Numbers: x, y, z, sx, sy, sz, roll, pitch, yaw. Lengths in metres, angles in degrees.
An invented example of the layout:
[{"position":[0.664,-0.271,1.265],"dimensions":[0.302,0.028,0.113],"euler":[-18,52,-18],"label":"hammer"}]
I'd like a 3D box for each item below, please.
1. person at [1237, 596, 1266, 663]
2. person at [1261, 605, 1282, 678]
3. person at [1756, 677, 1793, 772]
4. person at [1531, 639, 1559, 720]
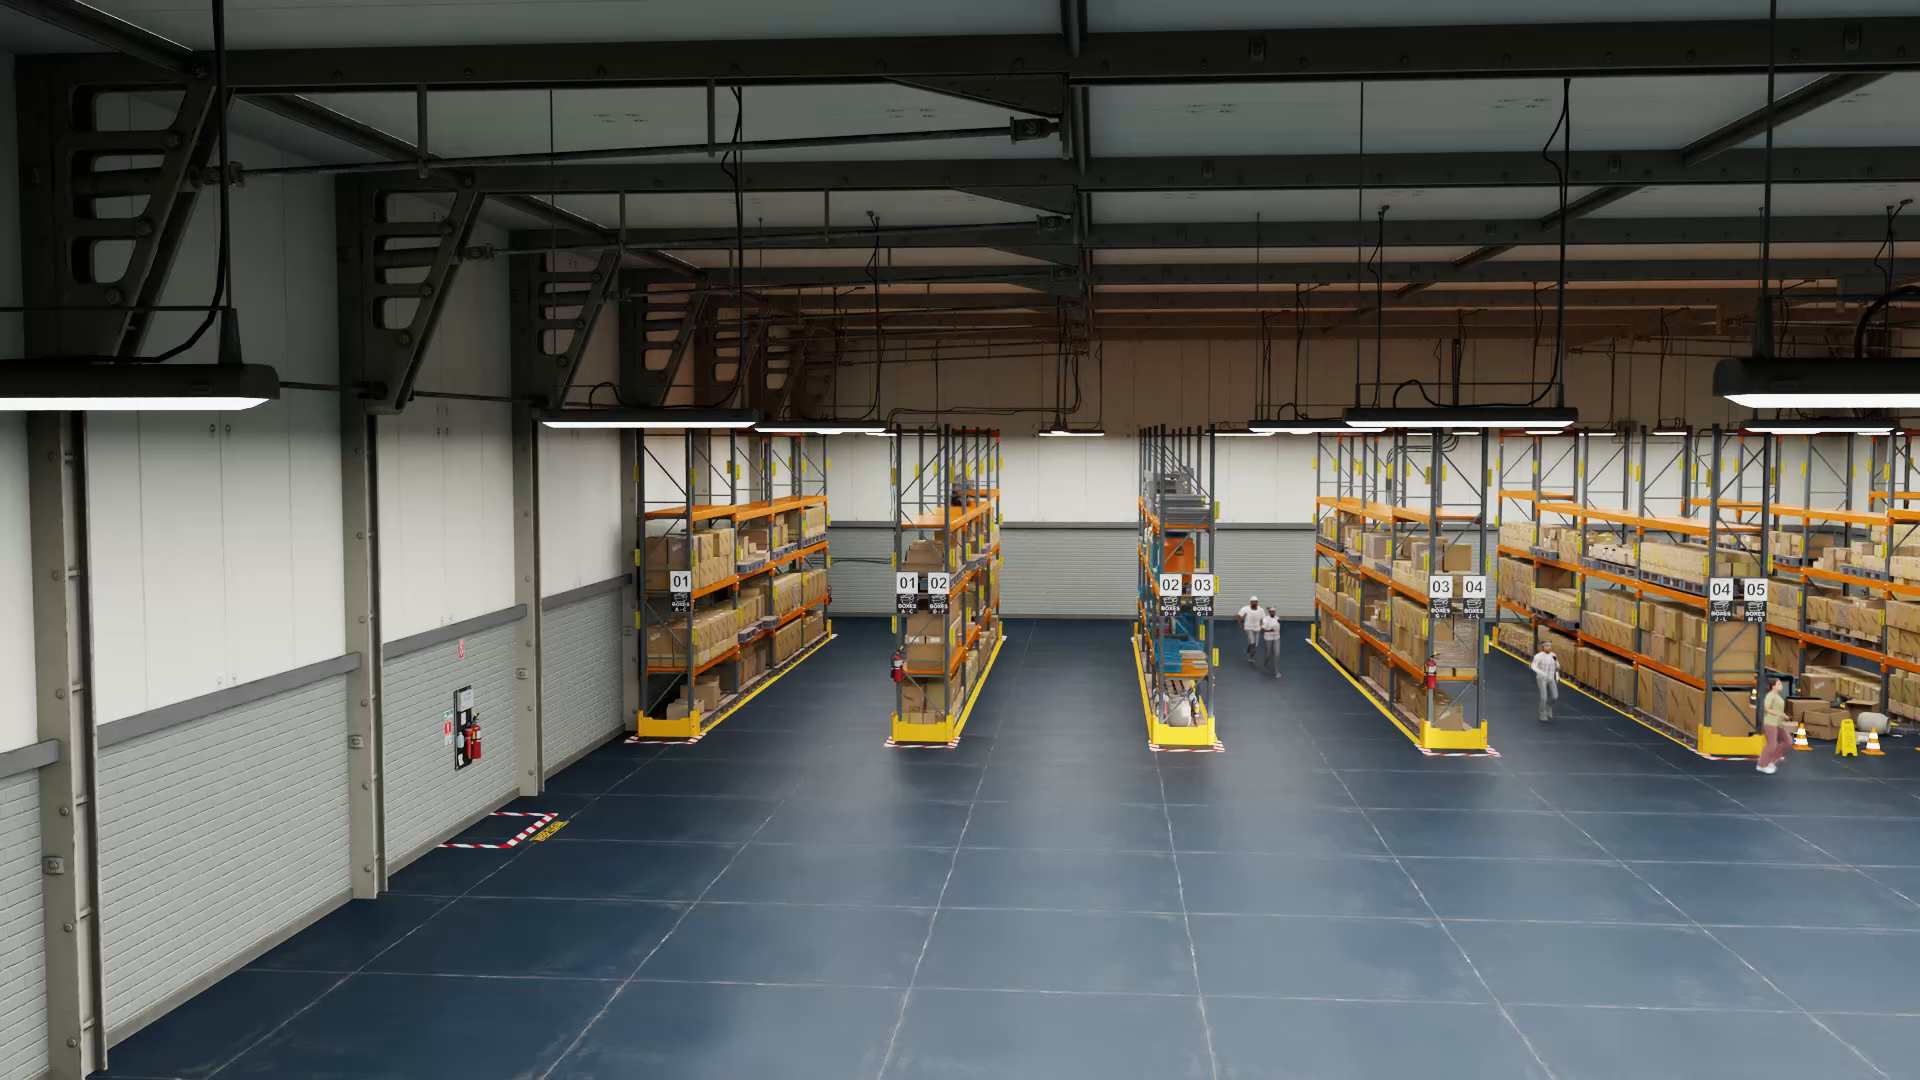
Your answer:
[{"position":[7.439,2.275,42.222],"dimensions":[0.680,1.716,0.720],"euler":[-1,4,-9],"label":"person"},{"position":[7.506,2.423,40.052],"dimensions":[0.574,1.716,0.883],"euler":[-1,4,-9],"label":"person"},{"position":[13.940,3.167,28.437],"dimensions":[0.591,1.633,0.588],"euler":[-3,5,-43],"label":"person"},{"position":[11.911,2.834,33.735],"dimensions":[0.629,1.661,0.553],"euler":[0,3,-1],"label":"person"}]
